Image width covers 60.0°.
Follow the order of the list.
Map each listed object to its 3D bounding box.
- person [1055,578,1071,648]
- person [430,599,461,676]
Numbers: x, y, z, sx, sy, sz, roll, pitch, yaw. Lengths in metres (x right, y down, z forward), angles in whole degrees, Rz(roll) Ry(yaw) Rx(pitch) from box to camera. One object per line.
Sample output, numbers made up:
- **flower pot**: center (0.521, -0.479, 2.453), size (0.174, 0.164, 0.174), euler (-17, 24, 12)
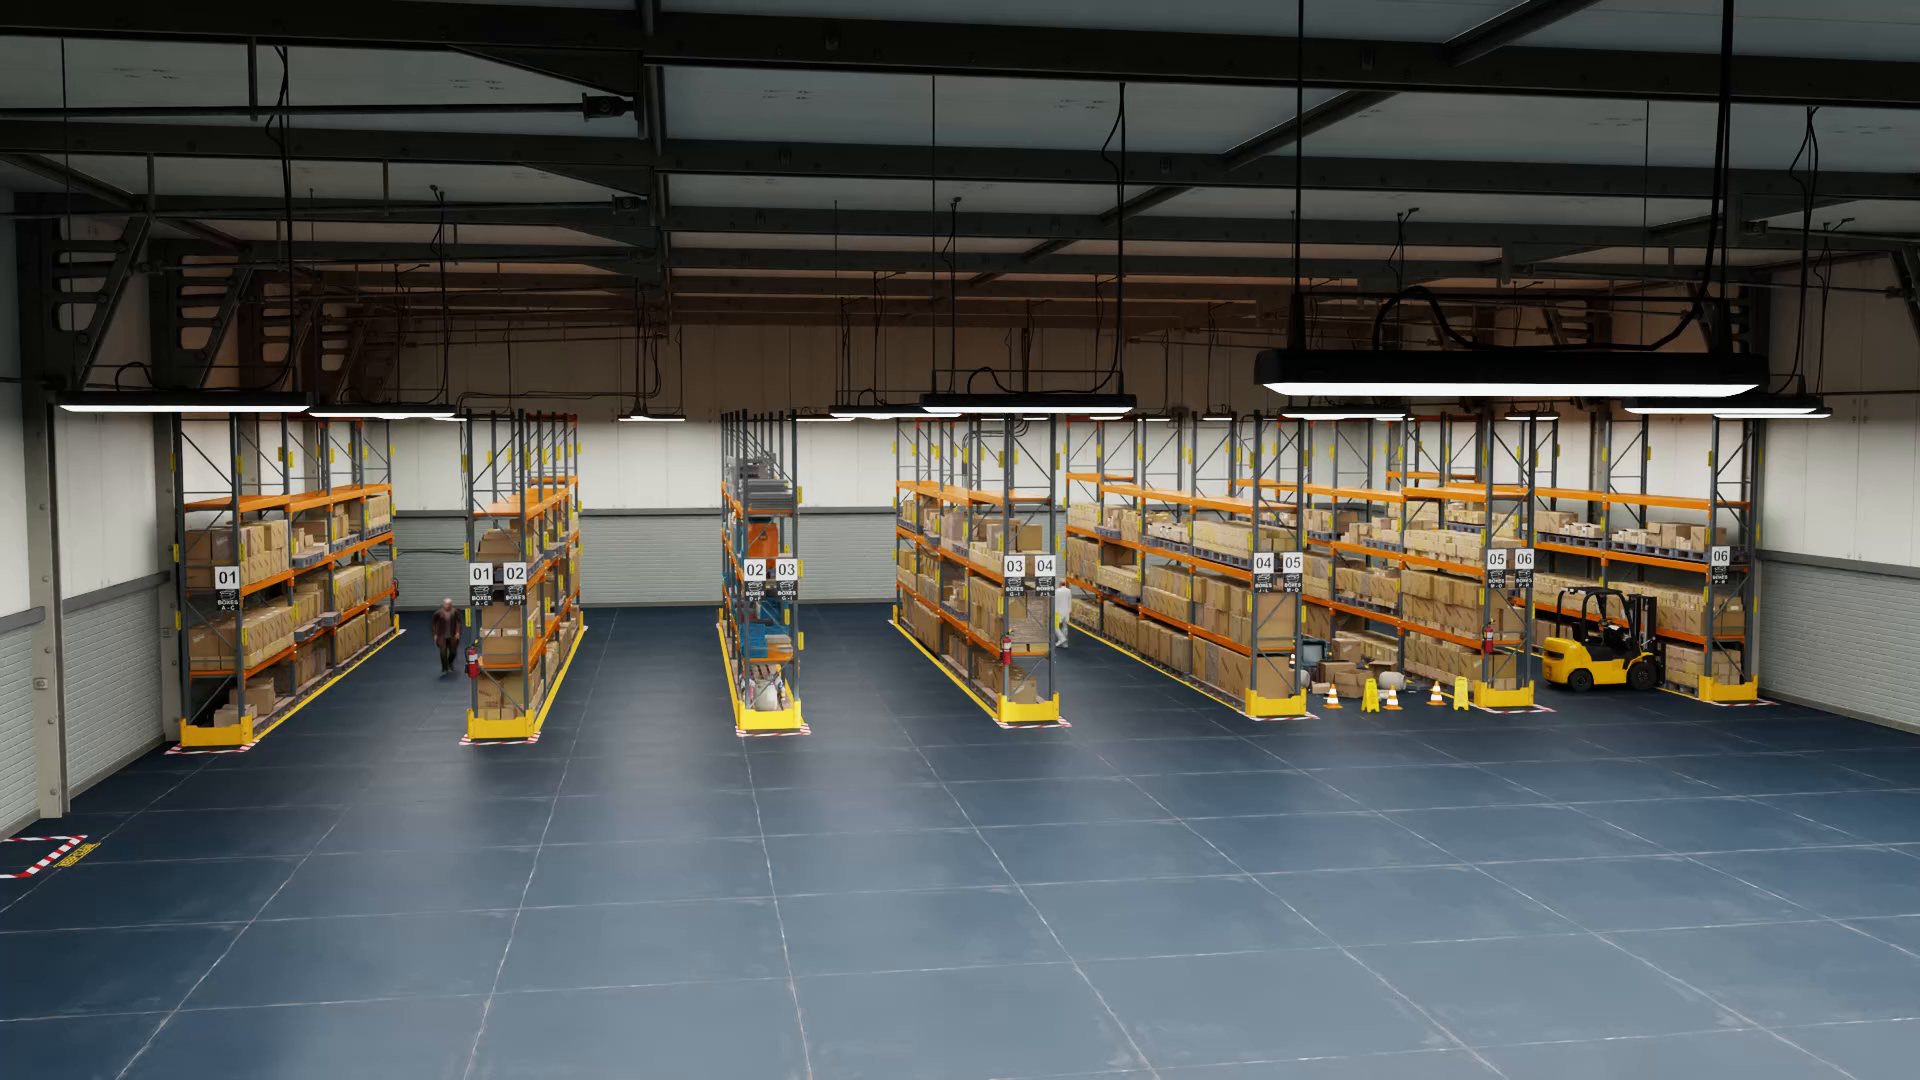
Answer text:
- **person**: center (2.629, 1.864, 42.571), size (0.638, 1.779, 0.539), euler (-4, 6, -45)
- **person**: center (-11.776, 2.203, 38.081), size (0.675, 1.757, 0.725), euler (-2, 4, -21)
